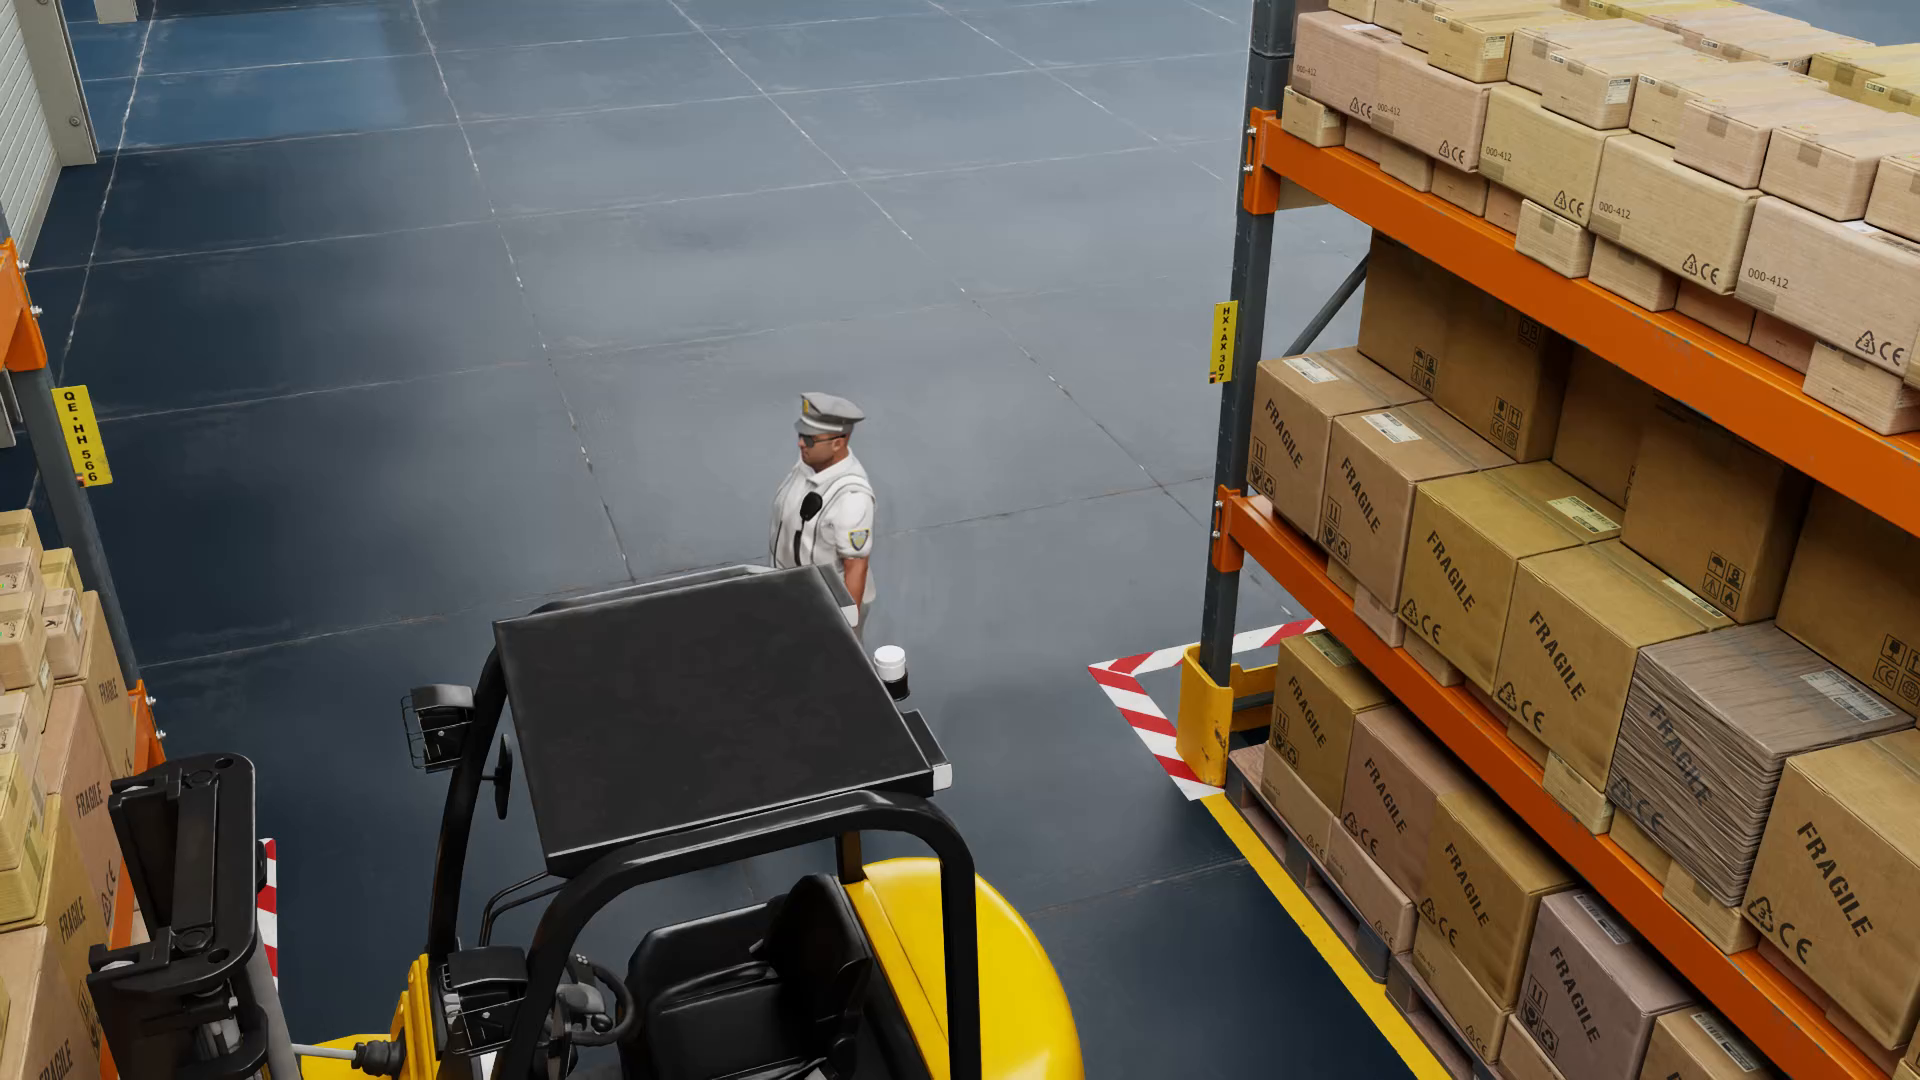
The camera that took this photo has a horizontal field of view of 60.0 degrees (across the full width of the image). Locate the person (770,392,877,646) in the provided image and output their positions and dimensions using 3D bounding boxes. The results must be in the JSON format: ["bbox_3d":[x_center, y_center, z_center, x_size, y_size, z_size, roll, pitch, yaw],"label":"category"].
[{"bbox_3d":[-0.554,0.236,6.655,0.403,1.784,0.550,-14,32,-23],"label":"person"}]
